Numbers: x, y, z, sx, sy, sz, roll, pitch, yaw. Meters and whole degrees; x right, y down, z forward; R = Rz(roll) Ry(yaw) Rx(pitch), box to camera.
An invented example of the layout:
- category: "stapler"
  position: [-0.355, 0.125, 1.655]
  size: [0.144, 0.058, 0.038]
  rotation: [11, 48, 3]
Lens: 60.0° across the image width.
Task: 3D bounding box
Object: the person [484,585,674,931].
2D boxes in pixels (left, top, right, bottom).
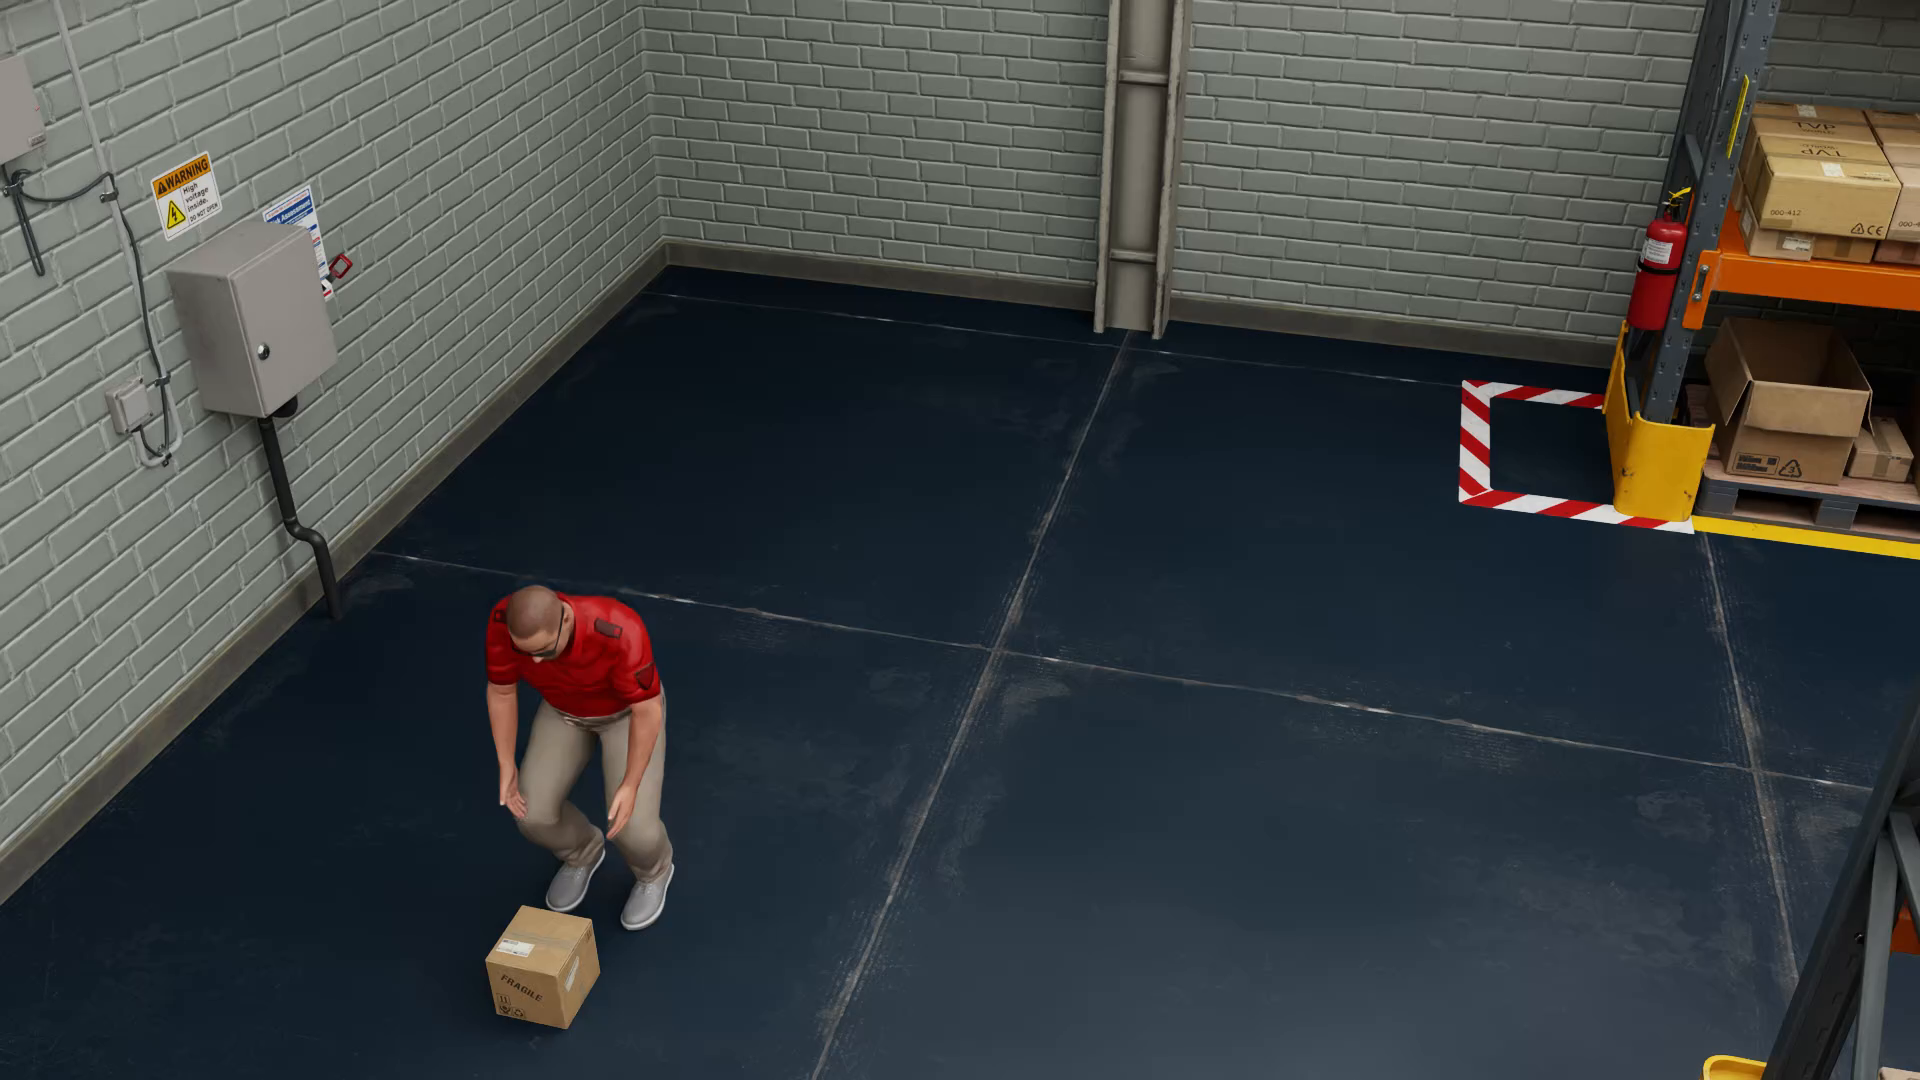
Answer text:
- category: "person"
  position: [-1.191, 0.640, 5.407]
  size: [0.588, 1.467, 0.666]
  rotation: [8, 34, 13]
